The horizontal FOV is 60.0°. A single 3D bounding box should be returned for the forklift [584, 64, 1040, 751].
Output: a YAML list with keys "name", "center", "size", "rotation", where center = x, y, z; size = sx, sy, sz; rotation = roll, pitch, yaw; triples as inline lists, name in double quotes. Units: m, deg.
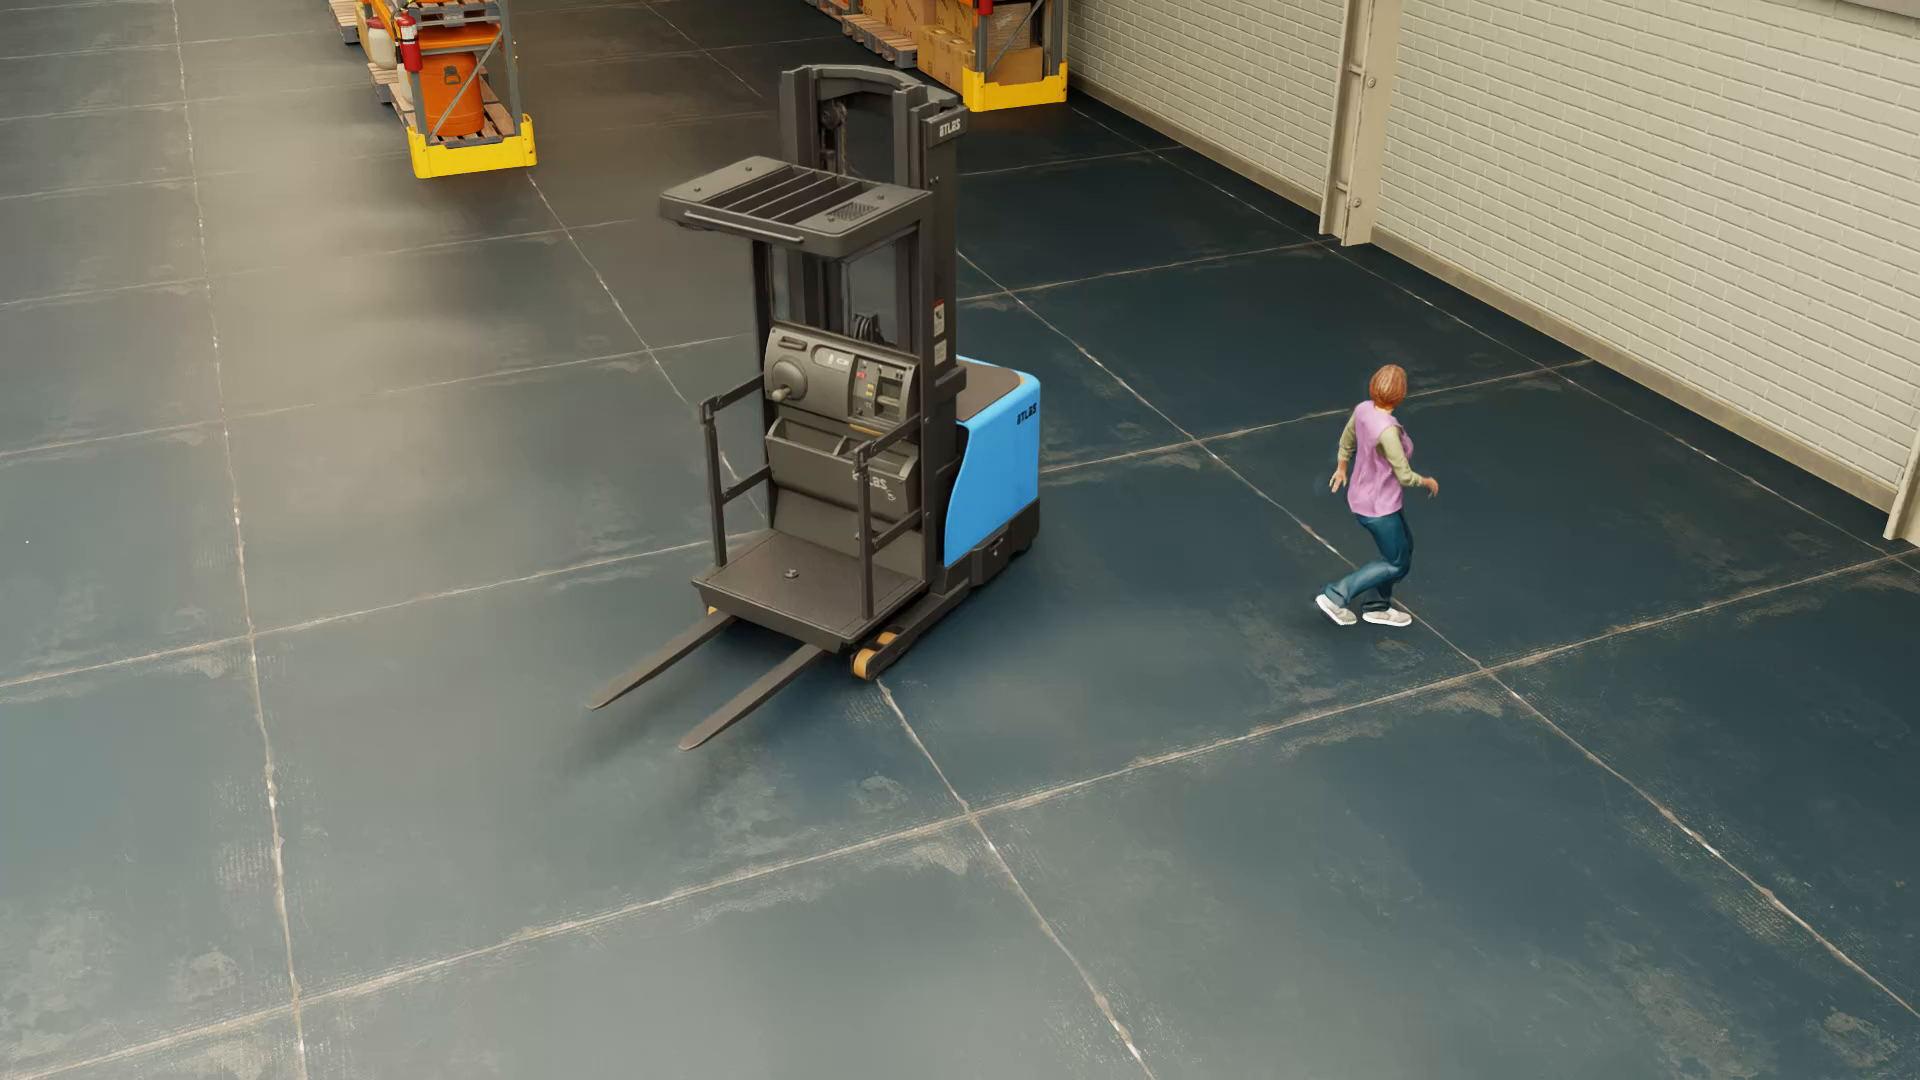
- name: "forklift"
  center: [-0.749, -0.800, 8.520]
  size: [1.130, 2.935, 3.031]
  rotation: [18, 34, 28]

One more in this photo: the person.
- name: "person"
  center: [2.252, -0.218, 8.918]
  size: [0.580, 1.540, 0.563]
  rotation: [3, 30, 5]
